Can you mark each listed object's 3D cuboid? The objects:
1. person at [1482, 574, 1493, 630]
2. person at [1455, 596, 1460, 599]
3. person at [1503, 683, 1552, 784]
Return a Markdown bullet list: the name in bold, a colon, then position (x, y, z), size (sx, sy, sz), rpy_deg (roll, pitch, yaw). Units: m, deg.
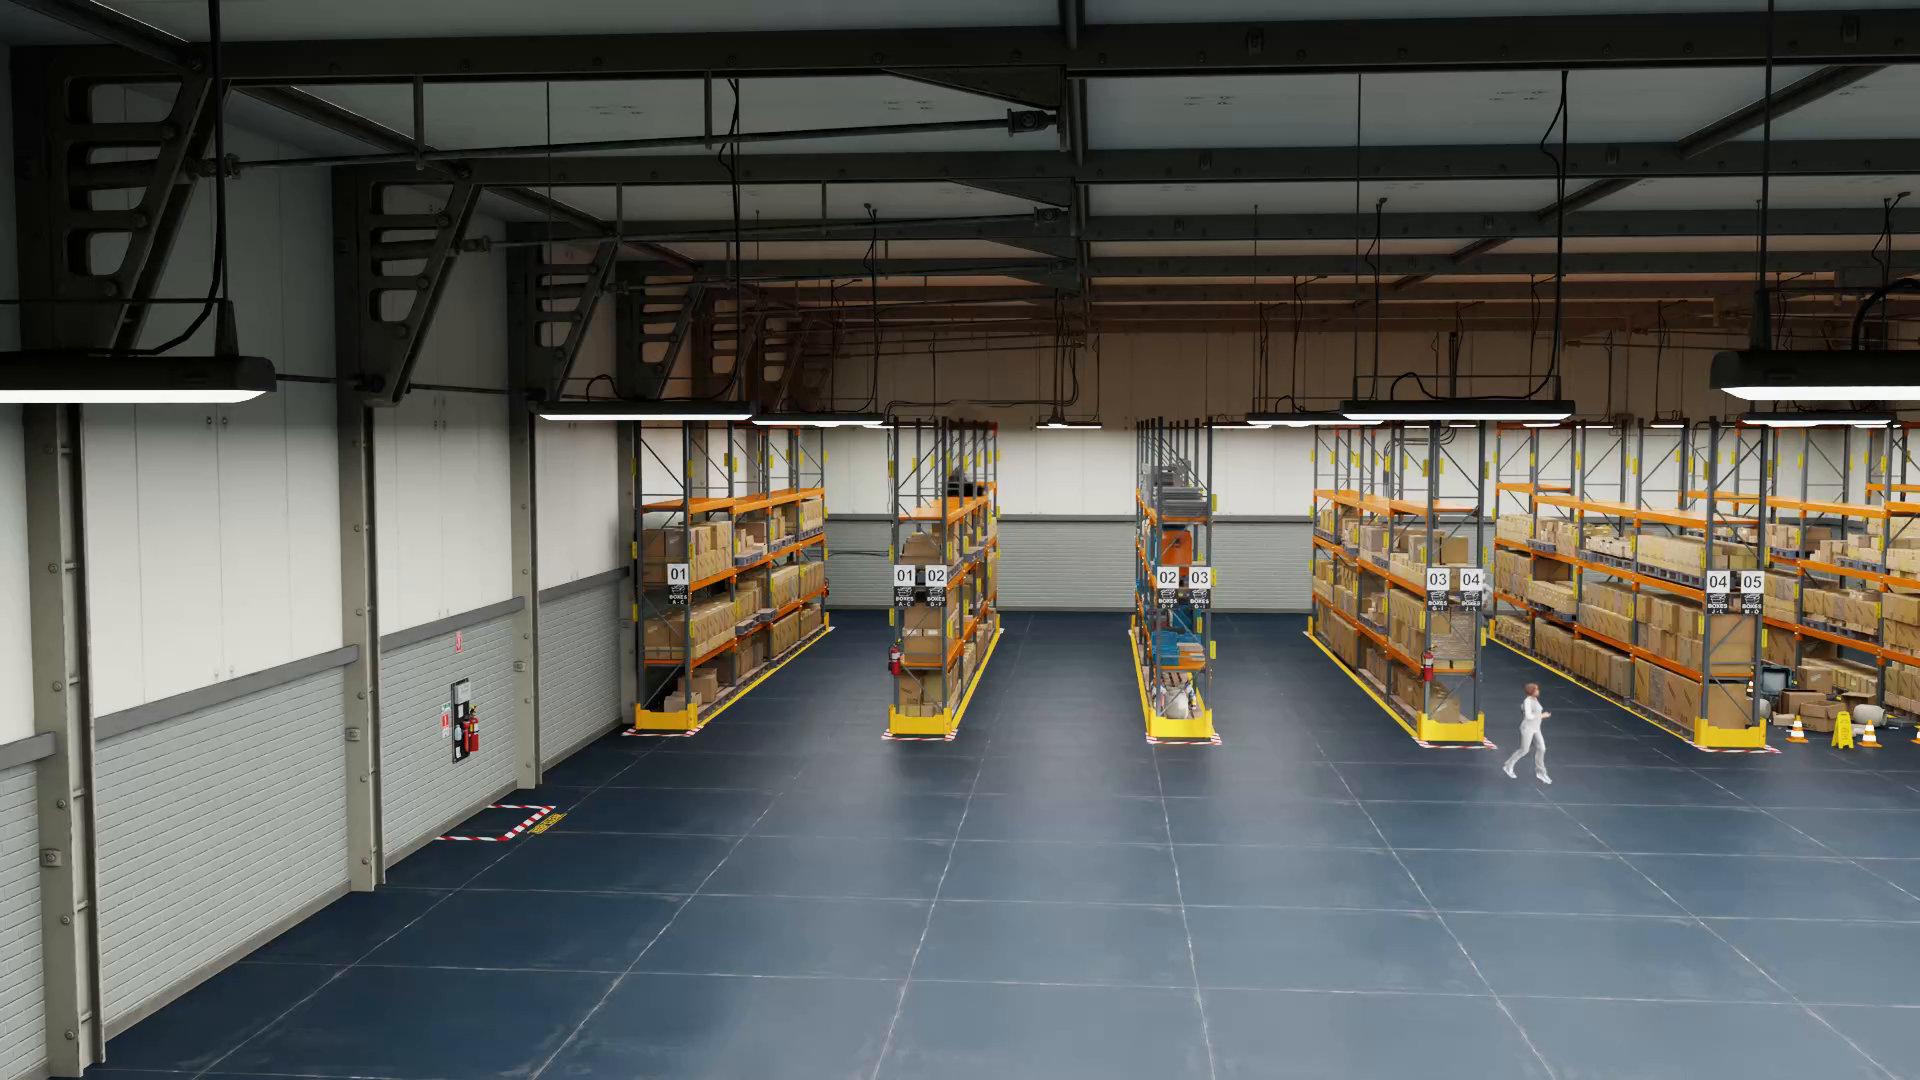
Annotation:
- **person**: position (14.857, 1.793, 47.505), size (0.683, 1.699, 0.789), rpy_deg (0, 4, 0)
- **person**: position (13.396, 2.019, 44.510), size (0.574, 1.618, 0.548), rpy_deg (0, 4, 5)
- **person**: position (9.272, 3.136, 27.133), size (0.778, 1.627, 0.565), rpy_deg (3, 5, 38)
